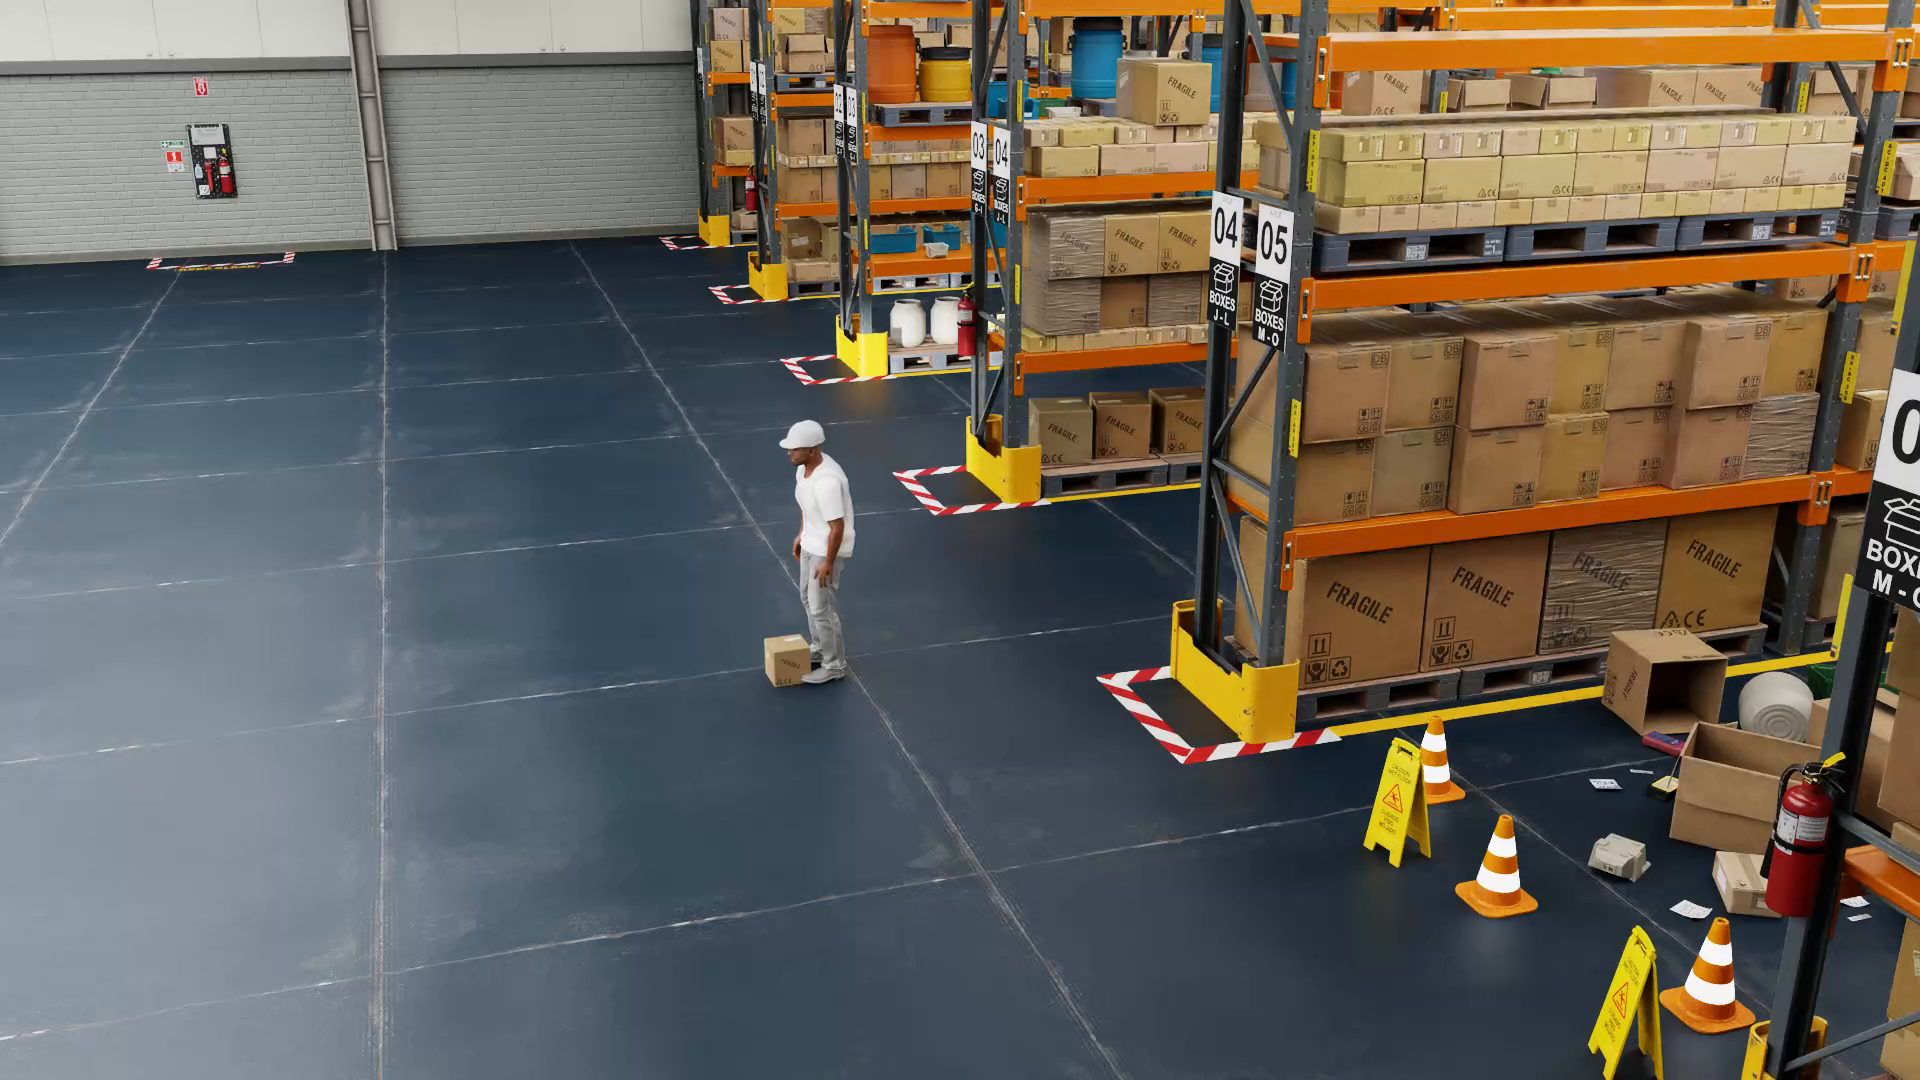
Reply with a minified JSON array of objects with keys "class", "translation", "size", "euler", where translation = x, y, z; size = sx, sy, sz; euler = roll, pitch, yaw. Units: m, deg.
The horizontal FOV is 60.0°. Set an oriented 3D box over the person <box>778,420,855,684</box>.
[{"class":"person","translation":[-0.938,0.063,10.863],"size":[0.460,1.757,0.631],"euler":[-6,20,-18]}]
